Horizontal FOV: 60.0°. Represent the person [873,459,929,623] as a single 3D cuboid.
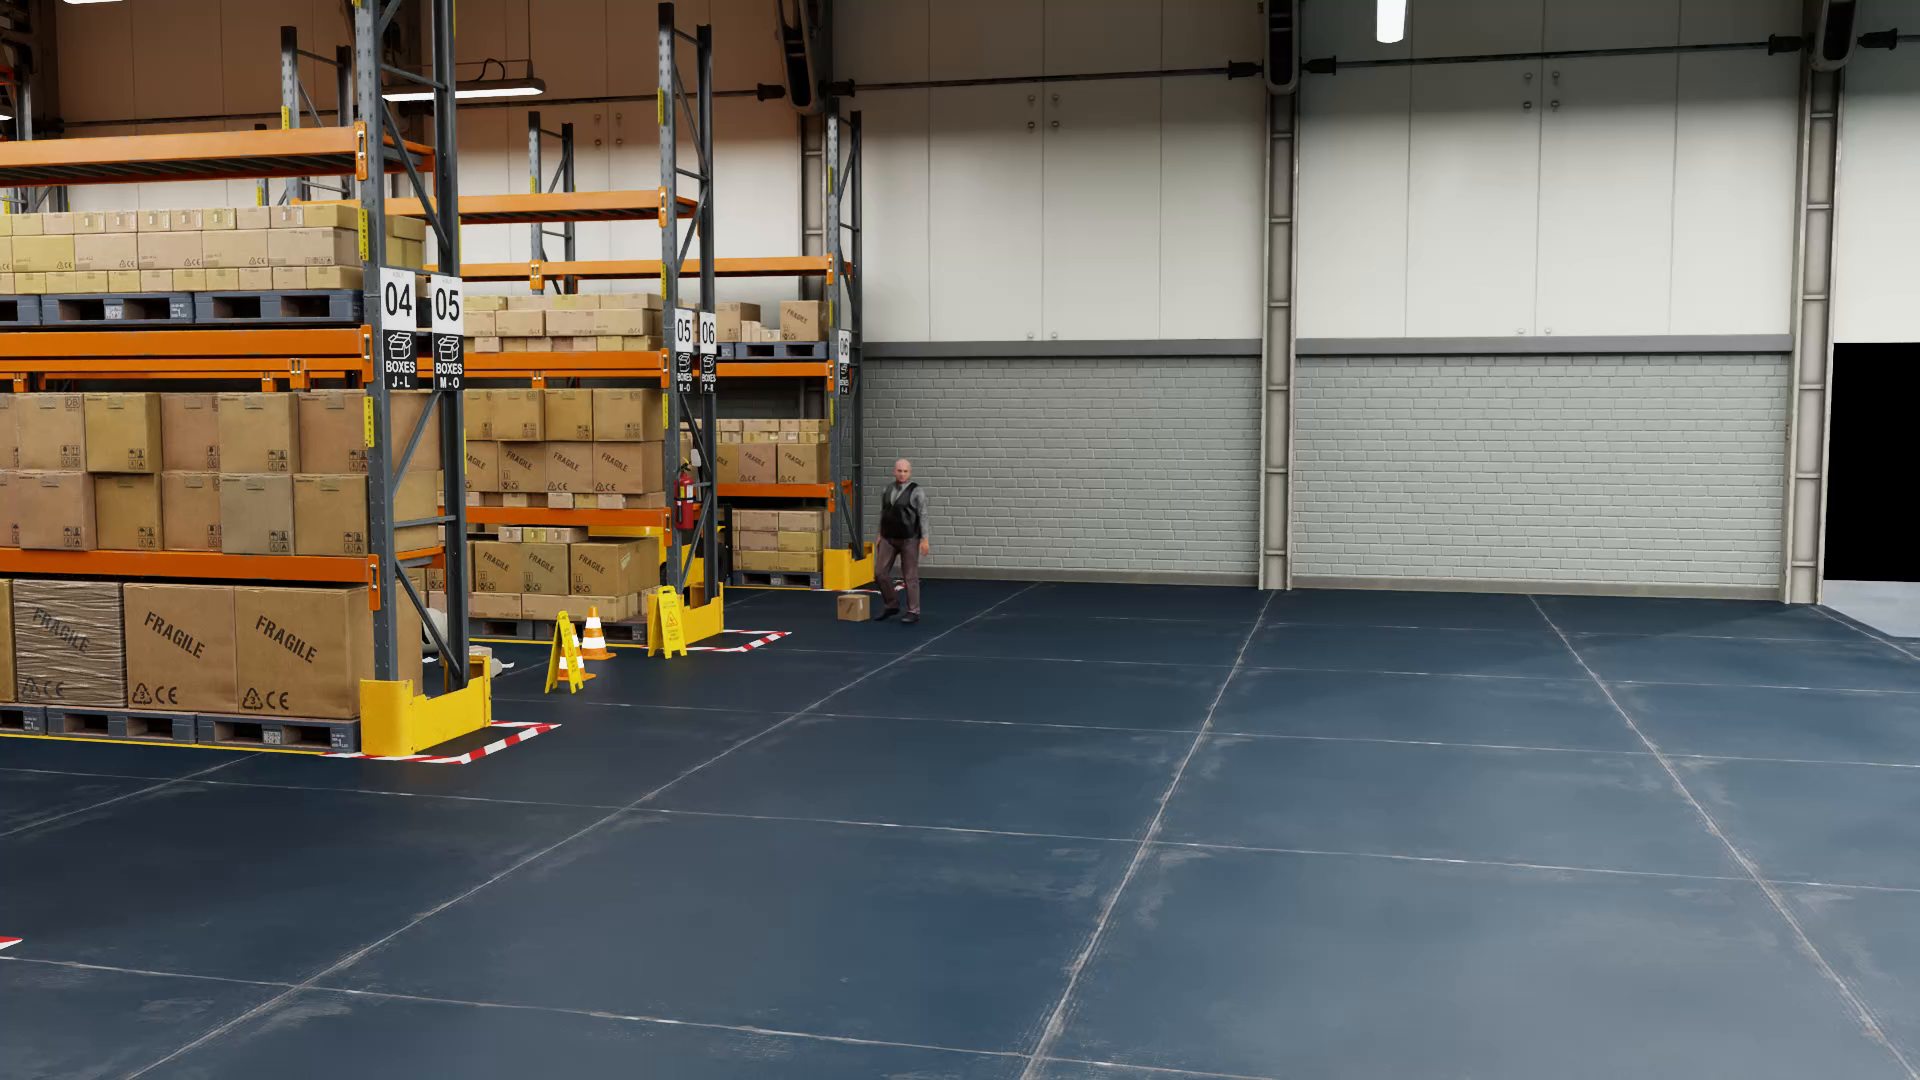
[{"bbox_3d":[-0.614,0.009,17.360,0.648,1.709,0.473,3,5,29],"label":"person"}]
